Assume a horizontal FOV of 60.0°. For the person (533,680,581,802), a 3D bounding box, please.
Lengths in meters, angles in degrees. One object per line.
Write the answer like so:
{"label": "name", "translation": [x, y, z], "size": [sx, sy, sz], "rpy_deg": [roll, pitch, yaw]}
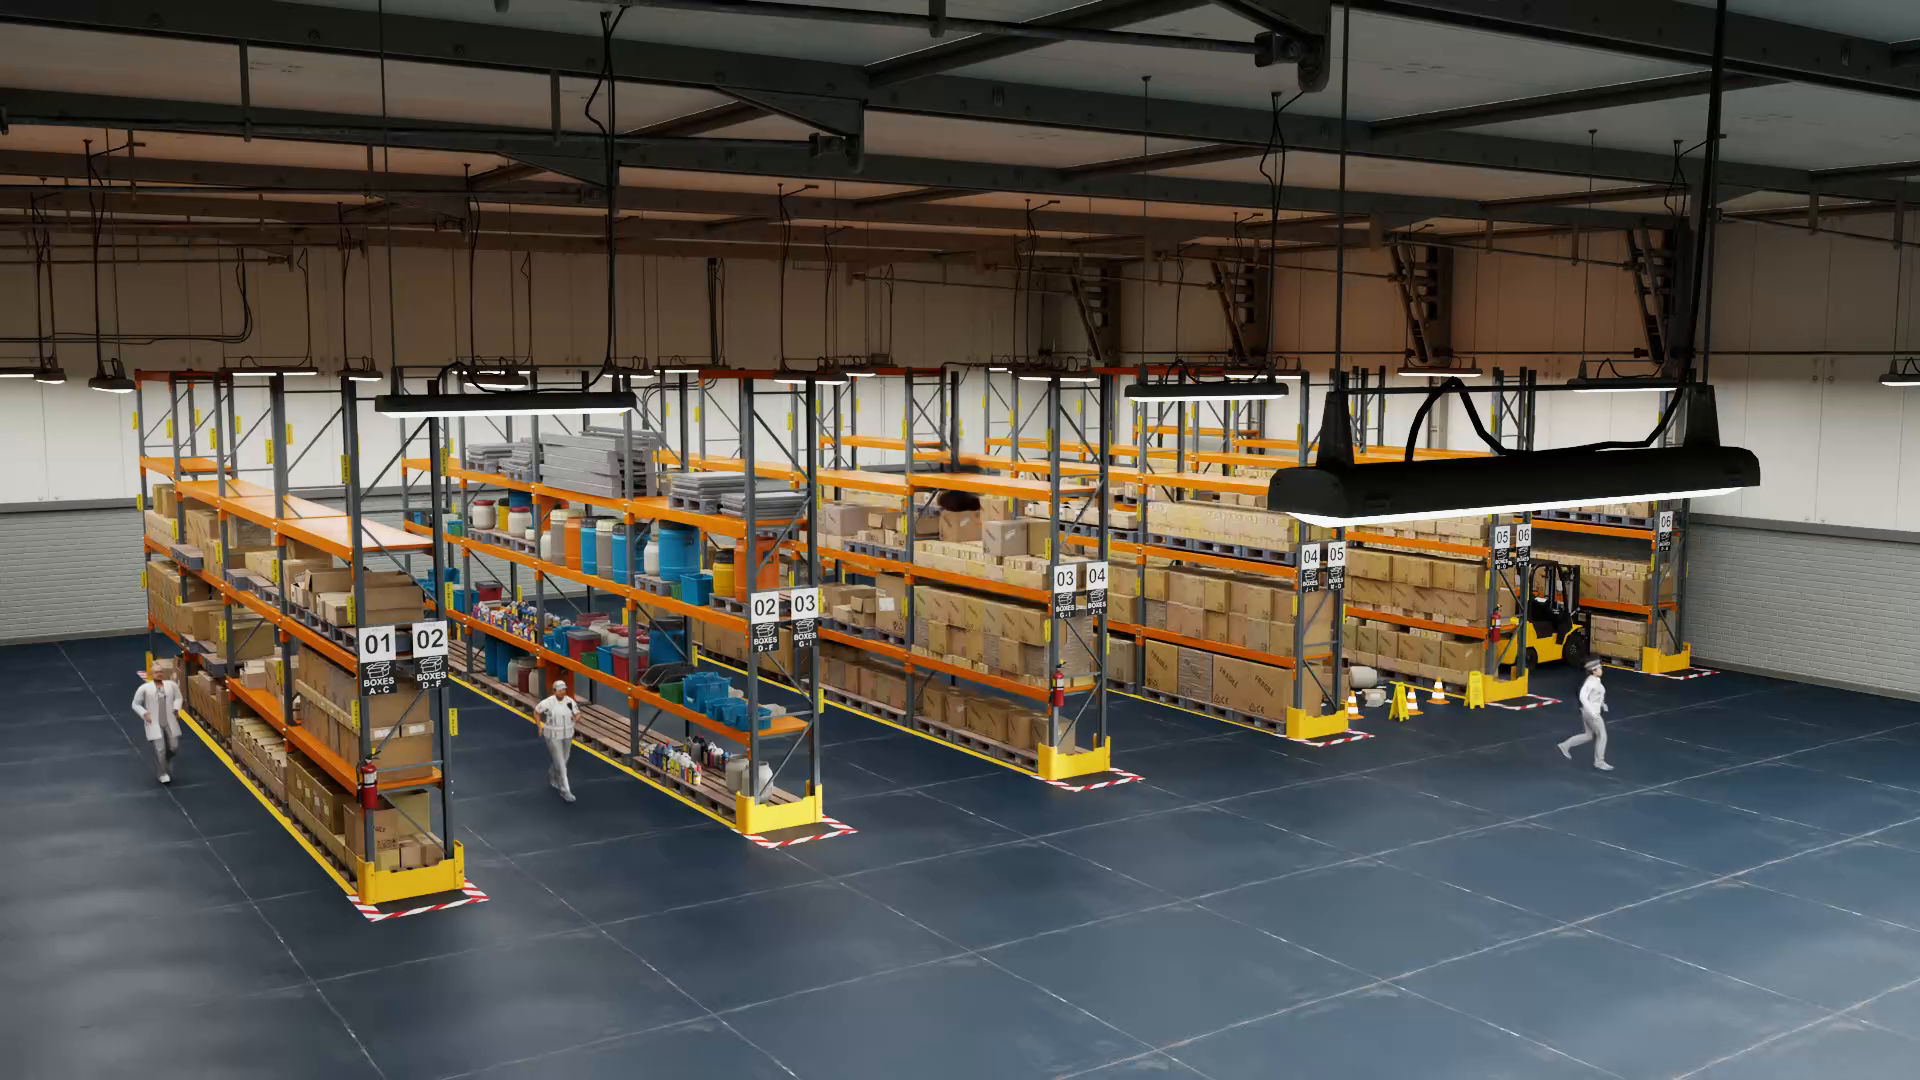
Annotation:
{"label": "person", "translation": [-5.713, 2.812, 23.698], "size": [0.599, 1.668, 0.937], "rpy_deg": [-6, 8, -40]}

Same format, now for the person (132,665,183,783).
{"label": "person", "translation": [-11.825, 2.700, 24.575], "size": [0.707, 1.724, 0.668], "rpy_deg": [-5, 8, -39]}

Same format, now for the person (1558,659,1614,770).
{"label": "person", "translation": [9.585, 2.648, 25.399], "size": [0.818, 1.694, 0.632], "rpy_deg": [2, 7, 19]}
